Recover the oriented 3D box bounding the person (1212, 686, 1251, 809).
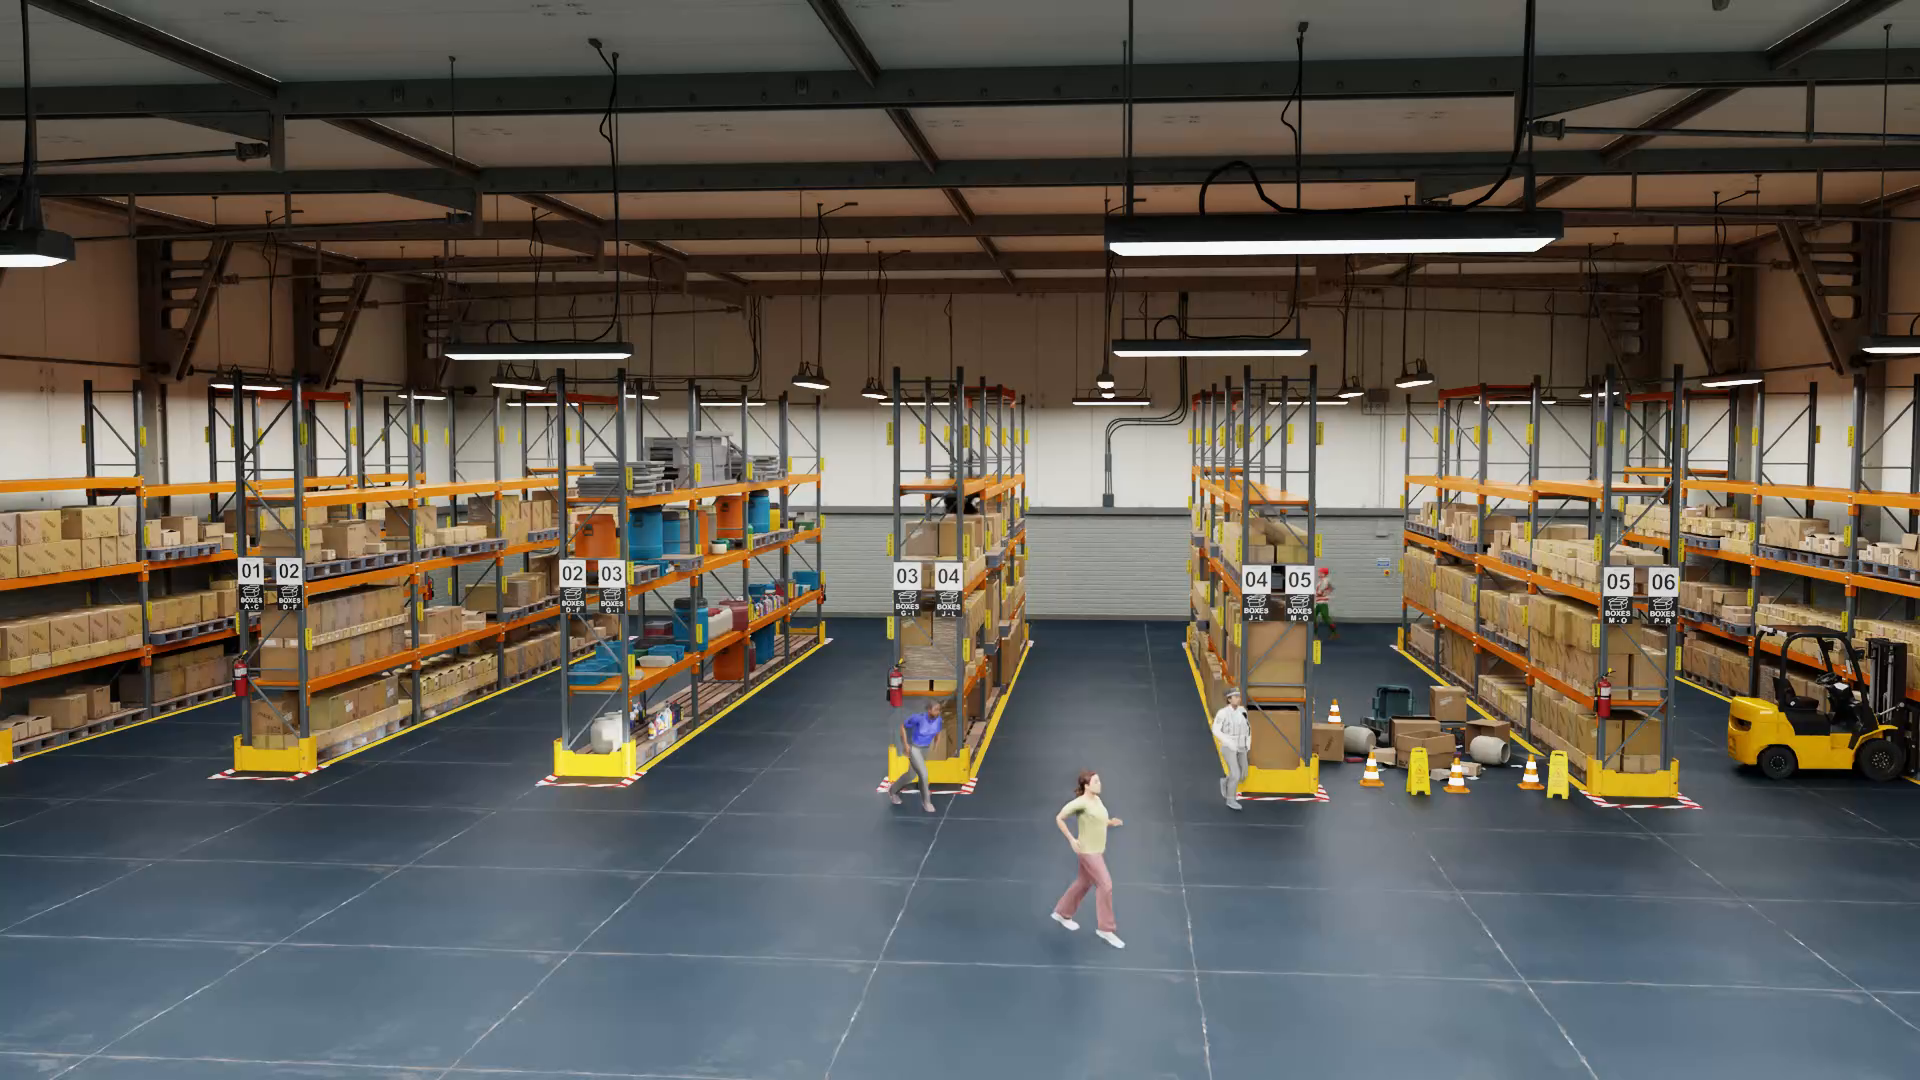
[{"bbox_3d":[3.664,2.779,22.443,0.647,1.647,0.579,-2,4,-30],"label":"person"}]

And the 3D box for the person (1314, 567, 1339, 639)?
[{"bbox_3d":[8.851,1.583,40.558,0.799,1.846,0.651,0,4,5],"label":"person"}]

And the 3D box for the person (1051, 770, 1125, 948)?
[{"bbox_3d":[1.277,3.127,16.512,0.830,1.715,0.552,2,4,25],"label":"person"}]

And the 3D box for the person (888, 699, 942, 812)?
[{"bbox_3d":[-0.593,2.876,22.401,0.570,1.564,0.925,-3,5,-40],"label":"person"}]
